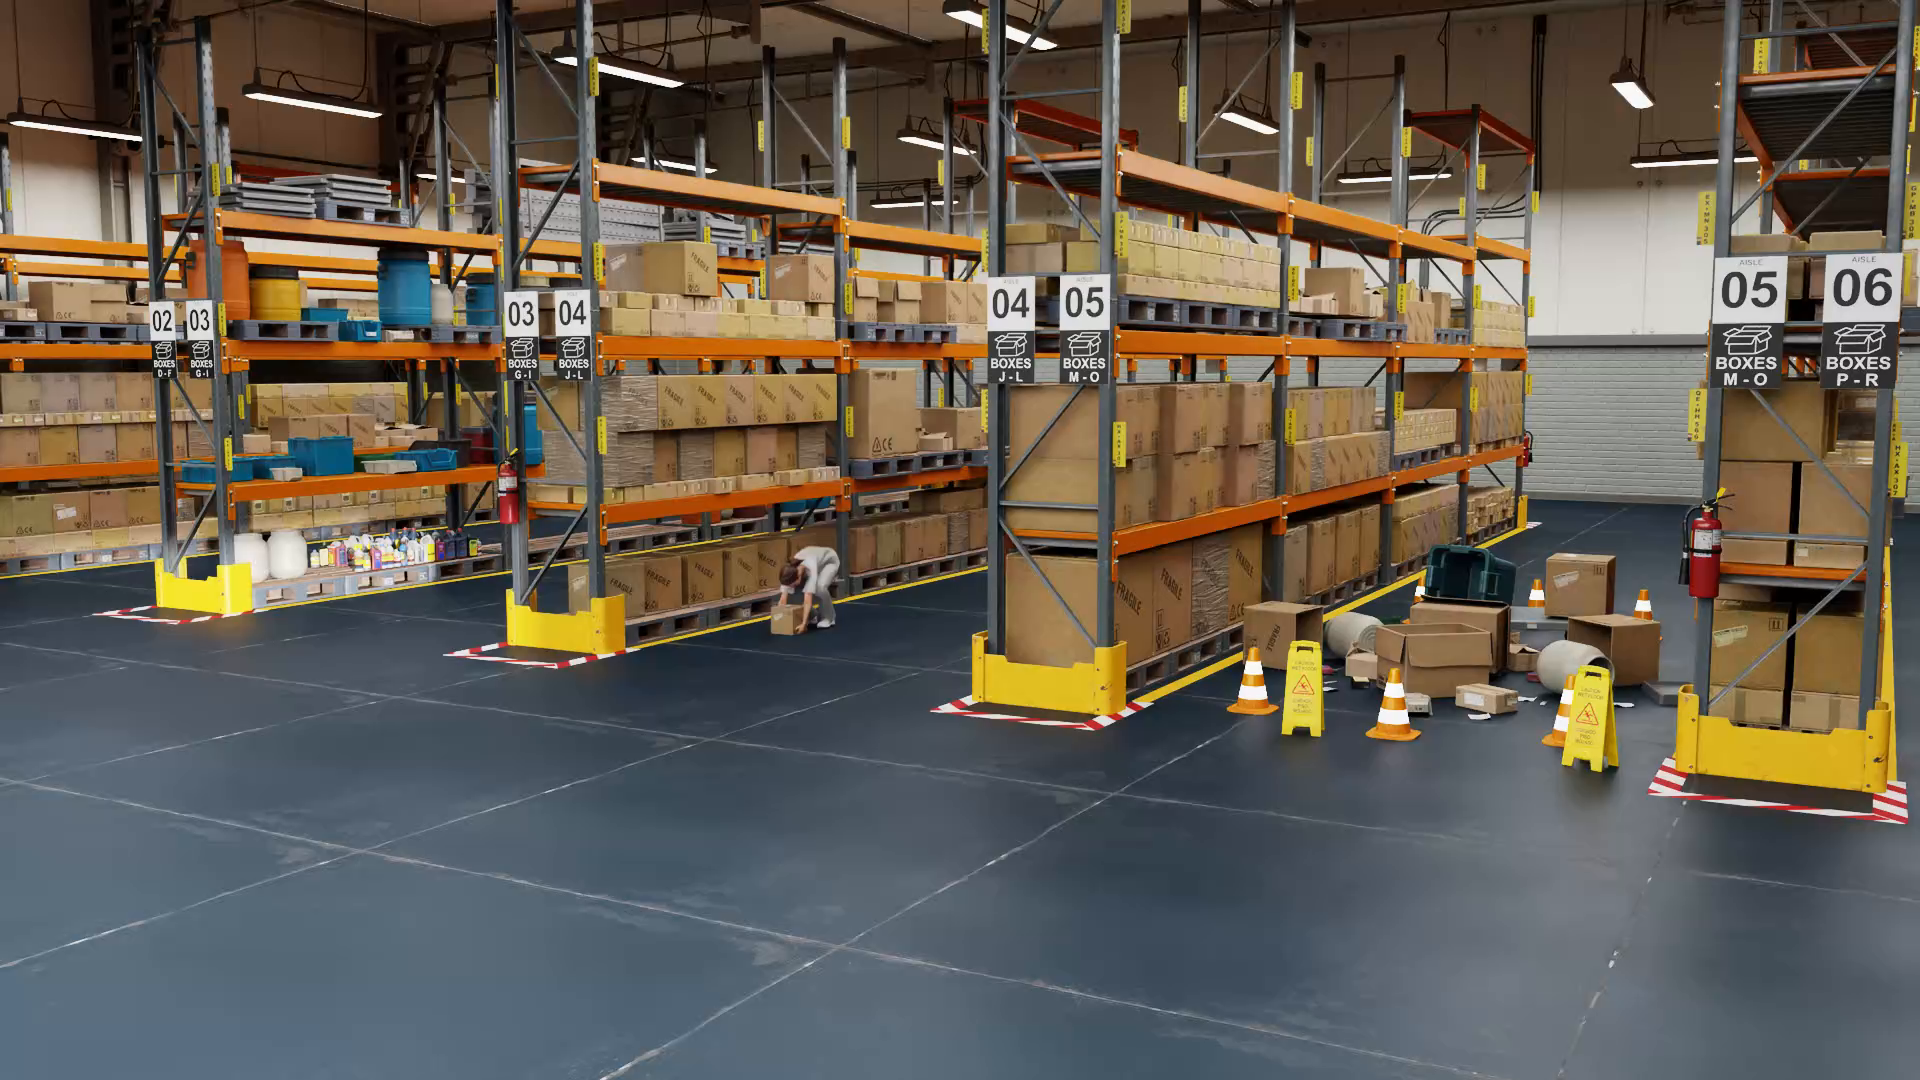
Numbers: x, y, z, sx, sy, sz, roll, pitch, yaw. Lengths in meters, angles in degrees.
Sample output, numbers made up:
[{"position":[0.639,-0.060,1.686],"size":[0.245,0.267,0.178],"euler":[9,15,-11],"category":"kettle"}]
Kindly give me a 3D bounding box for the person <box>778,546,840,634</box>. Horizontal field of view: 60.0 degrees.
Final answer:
[{"position":[-1.480,0.478,16.131],"size":[0.474,0.808,0.863],"euler":[3,7,26],"category":"person"}]
